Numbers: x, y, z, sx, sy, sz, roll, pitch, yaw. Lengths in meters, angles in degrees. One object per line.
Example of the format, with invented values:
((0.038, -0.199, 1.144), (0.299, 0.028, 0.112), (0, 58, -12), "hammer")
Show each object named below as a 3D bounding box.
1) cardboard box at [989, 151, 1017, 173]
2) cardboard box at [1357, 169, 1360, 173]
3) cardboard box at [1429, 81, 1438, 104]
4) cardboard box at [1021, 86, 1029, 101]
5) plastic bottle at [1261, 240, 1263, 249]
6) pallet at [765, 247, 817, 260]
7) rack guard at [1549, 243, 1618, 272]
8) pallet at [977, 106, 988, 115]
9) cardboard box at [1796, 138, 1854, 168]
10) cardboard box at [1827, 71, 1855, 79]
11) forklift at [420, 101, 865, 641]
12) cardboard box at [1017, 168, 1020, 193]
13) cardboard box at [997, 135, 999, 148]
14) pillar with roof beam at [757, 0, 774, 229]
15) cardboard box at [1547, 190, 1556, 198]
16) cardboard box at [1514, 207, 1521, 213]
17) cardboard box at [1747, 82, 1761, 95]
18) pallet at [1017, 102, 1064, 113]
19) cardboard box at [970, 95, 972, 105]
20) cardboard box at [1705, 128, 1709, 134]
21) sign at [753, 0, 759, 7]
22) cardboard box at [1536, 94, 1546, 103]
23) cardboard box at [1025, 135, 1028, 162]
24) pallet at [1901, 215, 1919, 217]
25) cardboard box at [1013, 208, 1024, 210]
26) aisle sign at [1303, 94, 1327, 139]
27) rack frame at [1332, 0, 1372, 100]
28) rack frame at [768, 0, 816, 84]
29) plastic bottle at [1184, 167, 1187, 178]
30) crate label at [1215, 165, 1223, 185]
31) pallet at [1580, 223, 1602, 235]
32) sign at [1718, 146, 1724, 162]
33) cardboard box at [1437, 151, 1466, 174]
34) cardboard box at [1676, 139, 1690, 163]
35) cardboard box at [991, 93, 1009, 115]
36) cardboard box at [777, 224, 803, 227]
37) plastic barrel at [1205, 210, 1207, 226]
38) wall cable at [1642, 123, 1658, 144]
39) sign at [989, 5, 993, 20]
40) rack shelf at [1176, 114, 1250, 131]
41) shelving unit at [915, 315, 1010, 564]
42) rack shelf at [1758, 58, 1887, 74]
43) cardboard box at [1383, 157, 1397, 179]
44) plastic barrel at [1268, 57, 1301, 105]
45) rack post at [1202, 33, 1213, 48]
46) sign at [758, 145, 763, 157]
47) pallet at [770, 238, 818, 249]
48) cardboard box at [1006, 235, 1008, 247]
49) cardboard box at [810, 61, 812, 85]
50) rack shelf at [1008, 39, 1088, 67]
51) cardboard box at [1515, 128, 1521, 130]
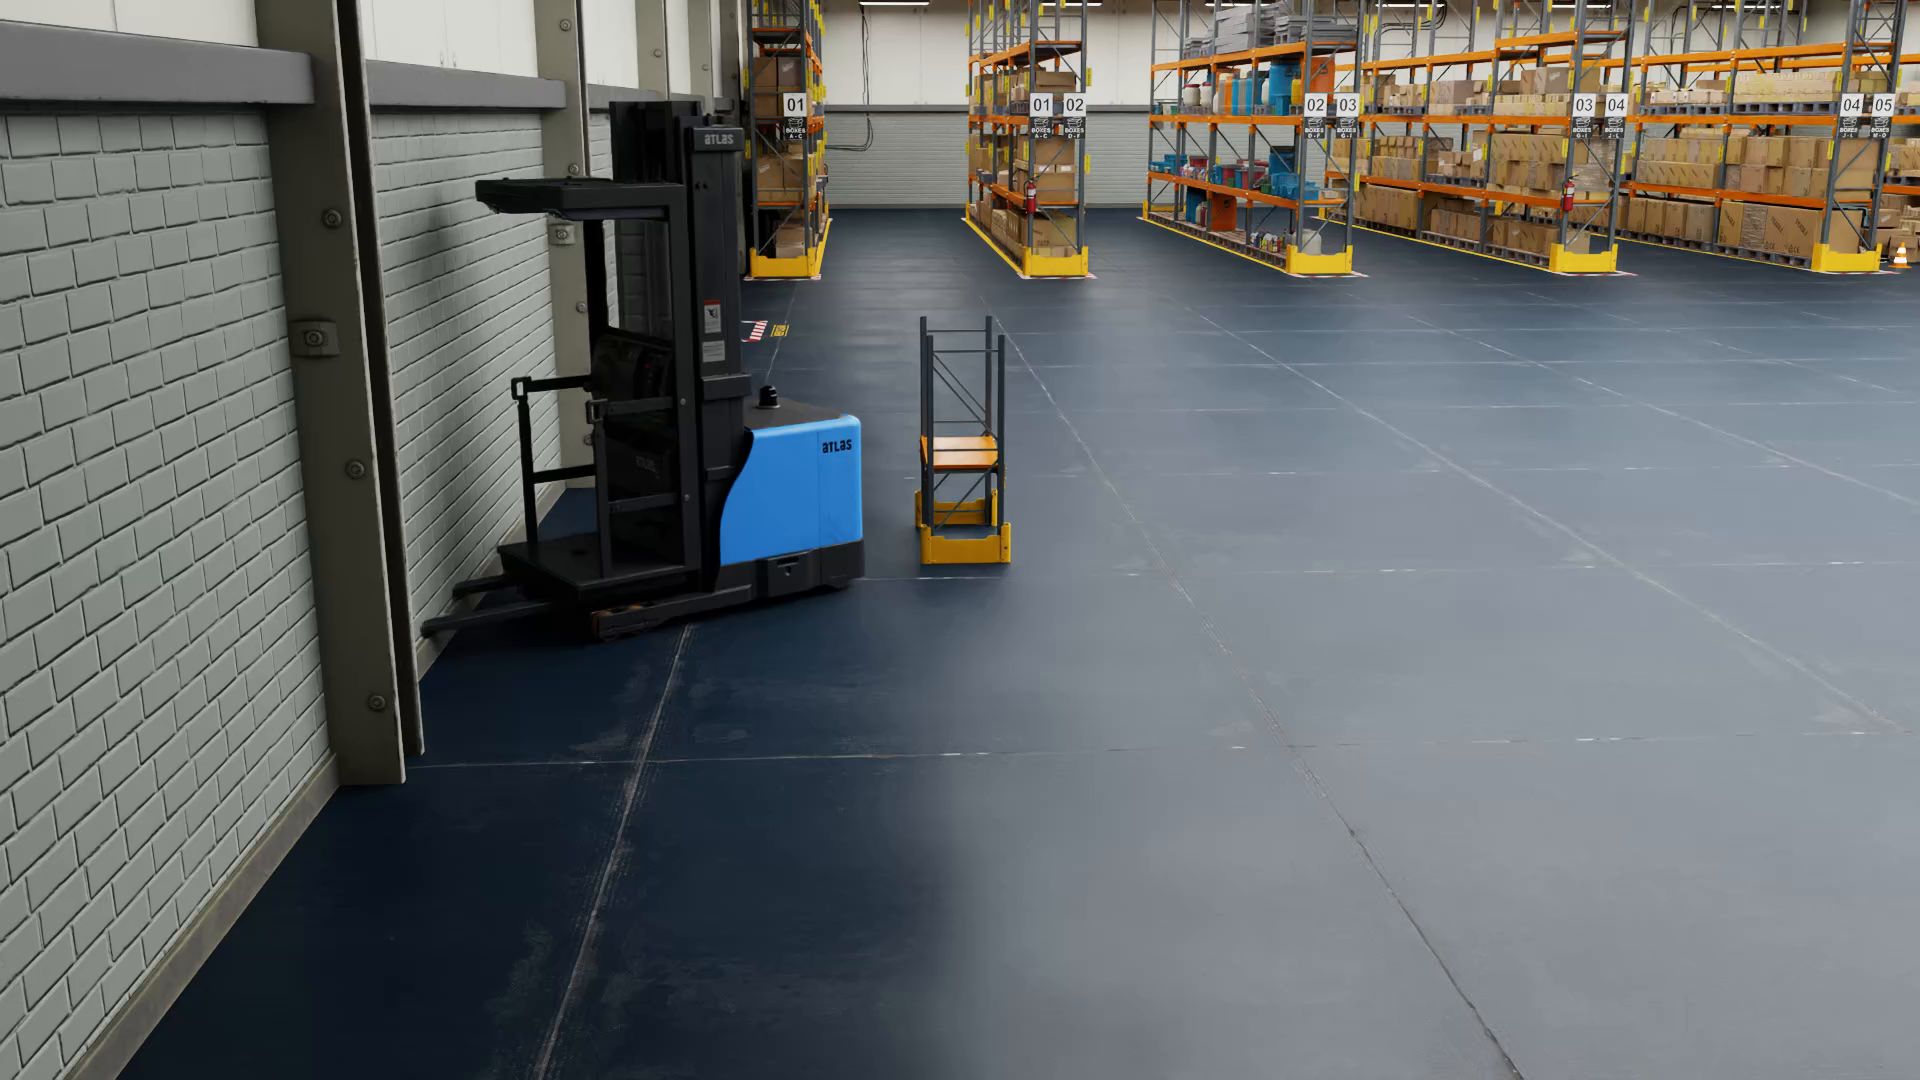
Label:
((1.088, -8.705, 38.297), (0.700, 0.500, 0.500), (-6, 16, -22), "cardboard box")
((10.502, -9.522, 43.020), (0.380, 0.149, 0.250), (-1, 14, -4), "cardboard box")
((10.900, -10.073, 37.432), (0.500, 0.500, 0.500), (-1, 14, -3), "cardboard box")
((1.401, -8.242, 30.699), (0.500, 0.250, 0.500), (-1, 14, -3), "cardboard box")
((6.073, -5.912, 33.218), (0.097, 0.201, 0.097), (0, 14, 0), "plastic bottle")
((-3.380, -5.709, 33.293), (1.003, 0.211, 1.213), (-1, 14, -3), "pallet")
((11.618, -5.269, 31.003), (1.175, 0.500, 0.348), (-1, 14, -3), "rack guard")
((1.029, -10.234, 39.639), (1.213, 0.211, 1.003), (-1, 14, -3), "pallet")
((16.469, -7.336, 31.551), (0.875, 0.550, 0.550), (-1, 14, -3), "cardboard box")
((16.220, -8.560, 30.616), (0.380, 0.149, 0.250), (-1, 14, -3), "cardboard box")
((-2.067, -1.001, 9.534), (3.031, 2.935, 1.130), (-11, 18, -37), "forklift")
((1.521, -7.242, 33.452), (0.700, 0.500, 0.500), (-1, 14, -5), "cardboard box")
((1.211, -10.076, 42.460), (0.500, 0.500, 0.500), (-1, 14, -5), "cardboard box")
((-0.562, -12.348, 41.461), (9.100, 9.000, 0.400), (-1, 14, -3), "pillar with roof beam")
((11.317, -6.531, 31.392), (0.380, 0.149, 0.250), (-1, 14, -3), "cardboard box")
((15.328, -8.988, 45.319), (0.380, 0.149, 0.250), (-1, 14, -3), "cardboard box")
((16.115, -9.032, 33.250), (0.500, 0.250, 0.500), (-1, 14, -4), "cardboard box")
((1.639, -8.199, 31.531), (1.003, 0.211, 1.213), (-1, 14, -3), "pallet")
((0.540, -11.654, 44.079), (0.500, 0.250, 0.500), (-1, 14, -3), "cardboard box")
((20.334, -11.024, 44.845), (0.380, 0.149, 0.250), (-1, 14, -3), "cardboard box")
((-4.010, -10.651, 32.670), (0.100, 0.325, 0.005), (-1, 14, -3), "sign")
((11.221, -8.422, 31.721), (0.380, 0.149, 0.250), (-2, 15, -6), "cardboard box")
((1.615, -7.496, 31.835), (0.700, 0.500, 0.500), (-1, 14, -3), "cardboard box")
((25.683, -8.496, 44.124), (1.003, 0.211, 1.213), (-1, 14, -3), "pallet")
((1.497, -7.419, 38.473), (0.500, 0.500, 0.500), (0, 14, -1), "cardboard box")
((6.387, -7.621, 29.909), (0.394, 0.787, 0.004), (-1, 14, -3), "aisle sign")
((10.632, -13.346, 45.336), (1.000, 3.000, 0.127), (-1, 14, -3), "rack frame")
((-3.704, -11.127, 36.711), (1.000, 3.000, 0.127), (-1, 14, -3), "rack frame")
((5.587, -9.065, 40.998), (0.097, 0.271, 0.097), (0, 14, 0), "plastic bottle")
((5.975, -8.140, 37.072), (0.502, 0.435, 0.616), (-1, 14, -3), "crate label")
((15.964, -7.649, 40.830), (1.003, 0.211, 1.213), (-1, 14, -3), "pallet")
((15.791, -8.019, 34.508), (0.100, 0.325, 0.005), (-1, 14, -3), "sign")
((11.201, -8.569, 37.766), (0.500, 0.500, 0.500), (-3, 15, -10), "cardboard box")
((16.200, -8.542, 36.500), (0.700, 0.500, 0.500), (-1, 14, -4), "cardboard box")
((1.179, -9.908, 37.793), (0.910, 0.500, 0.500), (-1, 14, -3), "cardboard box")
((-3.352, -5.971, 32.848), (0.500, 0.500, 0.500), (-2, 15, -8), "cardboard box")
((6.012, -7.633, 39.323), (0.421, 0.512, 0.421), (0, 14, 0), "plastic barrel")
((21.565, -12.512, 52.097), (0.588, 1.984, 0.122), (-1, 14, -3), "wall cable")
((0.699, -11.684, 36.844), (0.100, 0.325, 0.005), (-1, 14, -3), "sign")
((6.060, -9.976, 39.702), (1.077, 0.370, 4.000), (-1, 14, -3), "rack shelf")
((0.005, -0.707, 11.266), (0.587, 1.500, 1.083), (-1, 14, -3), "shelving unit")
((20.894, -11.464, 40.270), (1.077, 0.370, 4.000), (-1, 14, -3), "rack shelf")
((10.721, -9.126, 40.775), (0.500, 0.500, 0.500), (-1, 14, -5), "cardboard box")
((6.386, -9.029, 32.730), (0.600, 0.901, 0.708), (-1, 14, -3), "plastic barrel")
((6.098, -11.422, 38.013), (0.954, 0.300, 0.937), (-1, 14, -3), "rack post")
((-4.010, -7.778, 33.411), (0.100, 0.325, 0.005), (-1, 14, -3), "sign")
((-3.585, -6.374, 35.874), (1.003, 0.211, 1.213), (-1, 14, -3), "pallet")
((1.214, -6.055, 33.717), (0.500, 0.250, 0.500), (-1, 14, -3), "cardboard box")
((-3.068, -8.835, 31.578), (0.500, 0.500, 0.500), (-1, 14, -5), "cardboard box")
((1.611, -9.170, 31.352), (1.077, 0.370, 4.000), (-1, 14, -3), "rack shelf")
((15.389, -10.927, 45.172), (0.500, 0.500, 0.500), (0, 14, -2), "cardboard box")
